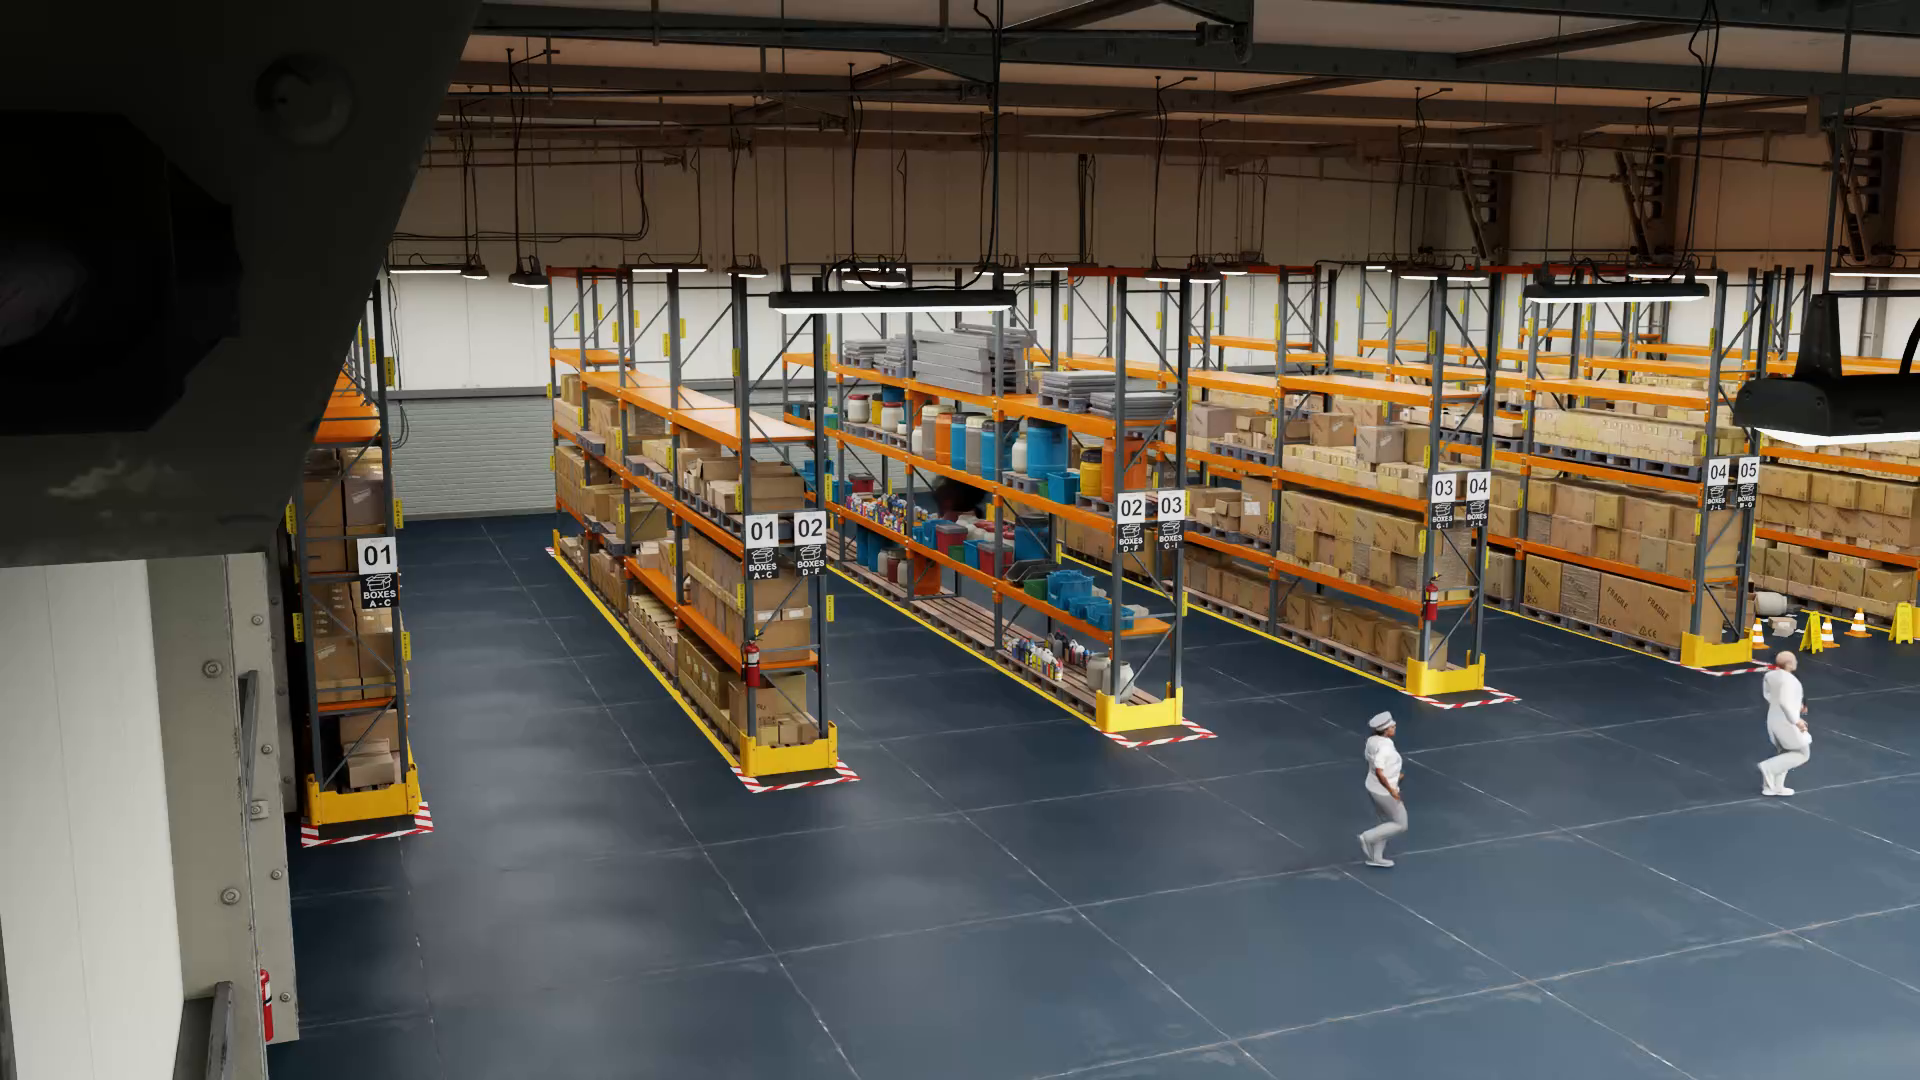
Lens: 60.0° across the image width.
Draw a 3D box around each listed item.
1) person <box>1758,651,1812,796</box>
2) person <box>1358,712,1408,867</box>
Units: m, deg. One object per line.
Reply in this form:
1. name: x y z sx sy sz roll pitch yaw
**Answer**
1. person: 9.609 2.144 19.379 0.635 1.730 0.708 0 10 -1
2. person: 4.367 2.577 17.150 0.559 1.657 0.575 -1 10 -7
